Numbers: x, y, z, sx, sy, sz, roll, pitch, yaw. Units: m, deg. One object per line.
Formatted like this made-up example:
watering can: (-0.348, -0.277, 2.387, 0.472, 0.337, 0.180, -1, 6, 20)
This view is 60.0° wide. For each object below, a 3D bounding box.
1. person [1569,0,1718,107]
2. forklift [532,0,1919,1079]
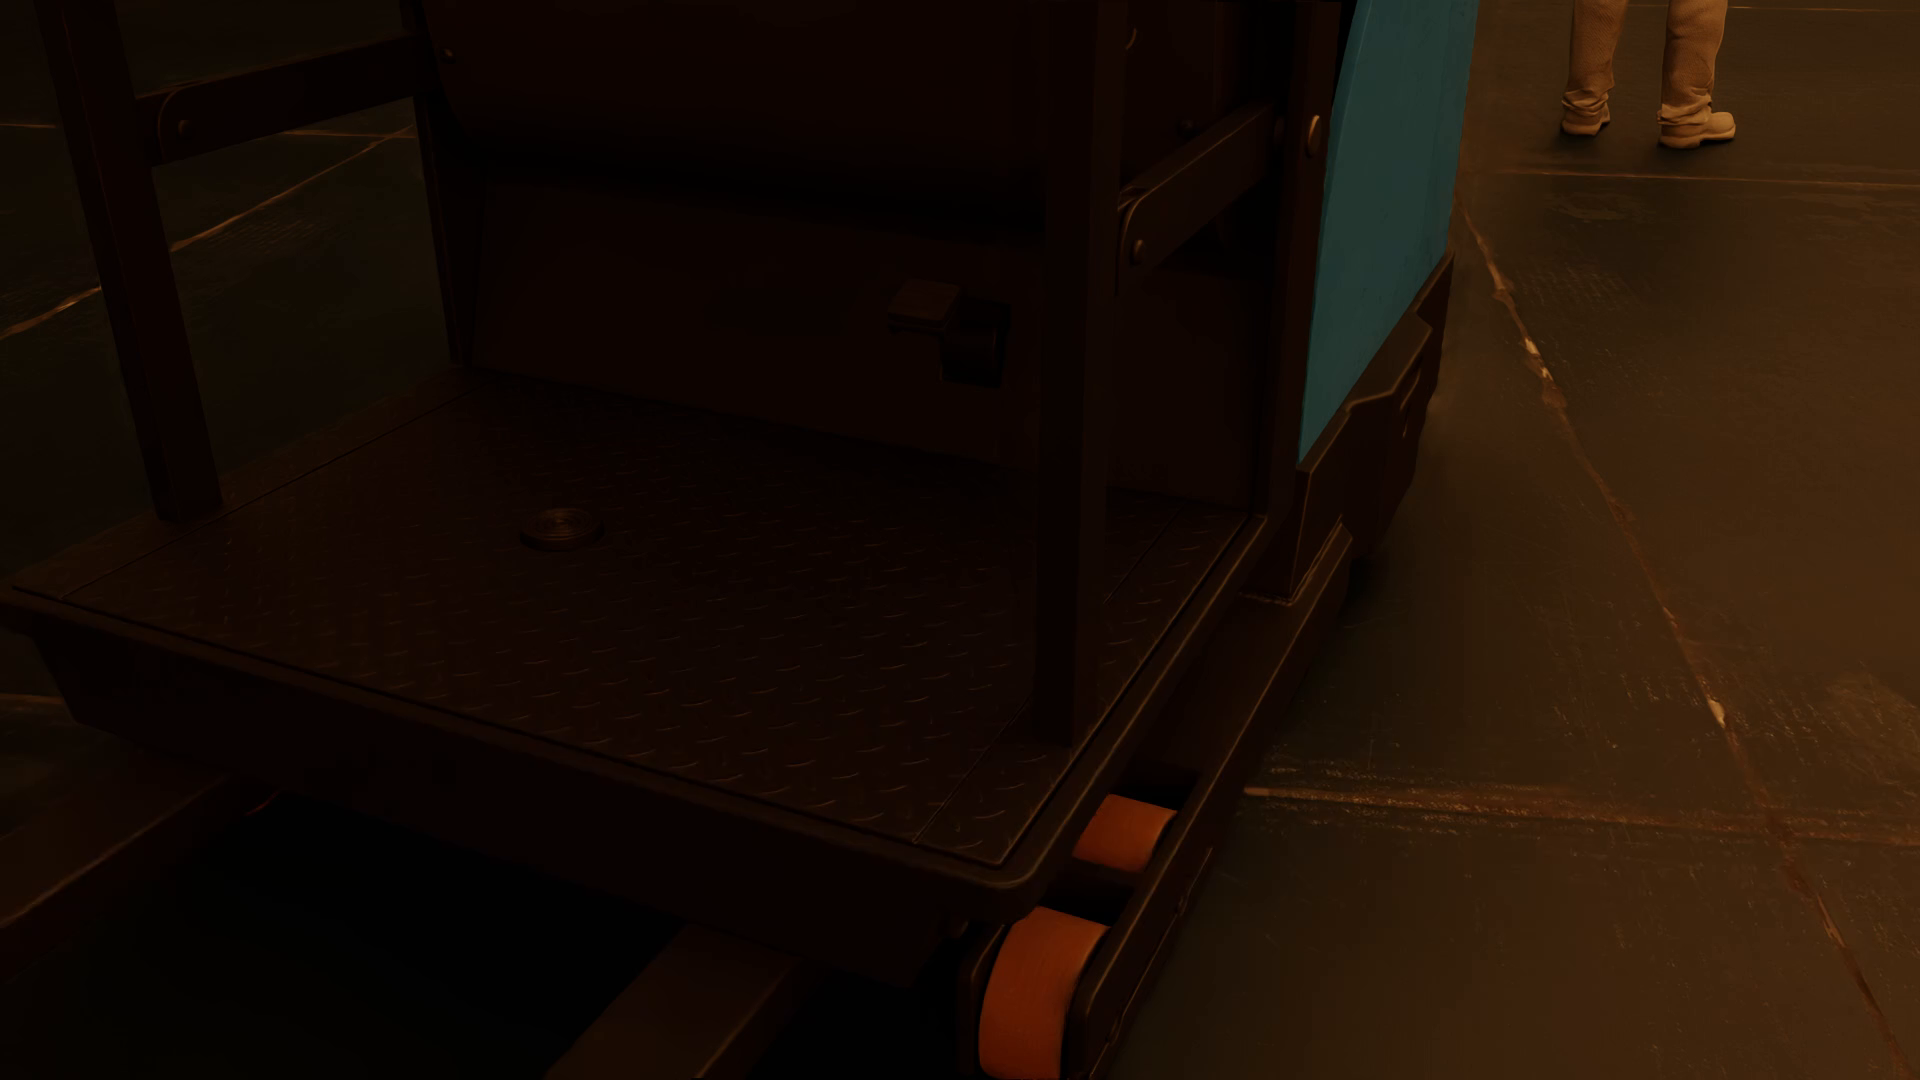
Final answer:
person: (1.948, -1.992, 4.527, 0.610, 1.759, 0.460, 17, 31, 30)
forklift: (0.153, -1.049, 1.319, 1.130, 2.935, 3.031, -7, 27, -13)
